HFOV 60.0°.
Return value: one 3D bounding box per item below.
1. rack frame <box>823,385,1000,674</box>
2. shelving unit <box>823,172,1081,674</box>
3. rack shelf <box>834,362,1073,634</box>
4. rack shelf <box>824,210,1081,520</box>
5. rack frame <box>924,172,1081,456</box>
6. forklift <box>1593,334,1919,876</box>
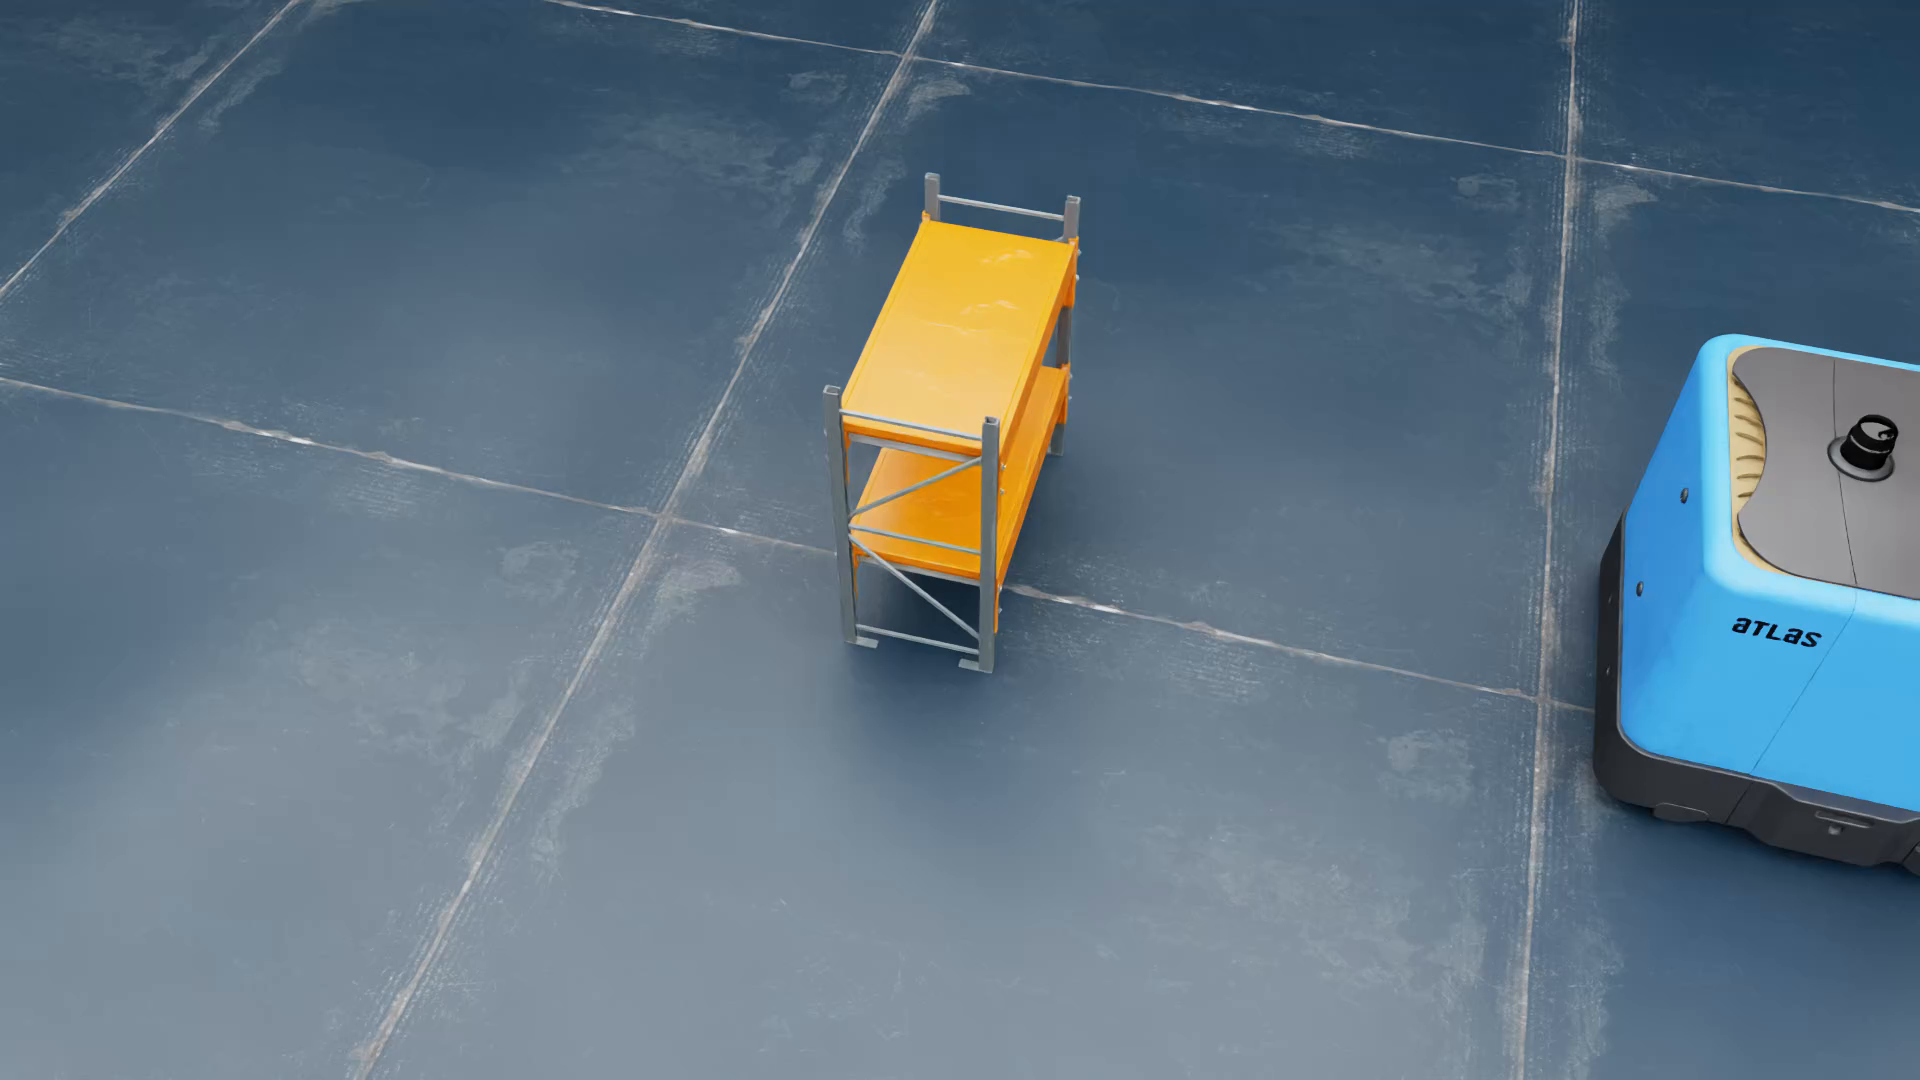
[{"bbox_3d":[-0.136,0.000,4.999,0.500,1.125,0.032,12,50,10],"label":"rack frame"},{"bbox_3d":[-0.002,-0.367,5.324,0.538,1.125,1.048,12,50,10],"label":"shelving unit"},{"bbox_3d":[-0.002,-0.206,5.507,0.538,0.278,1.000,12,50,10],"label":"rack shelf"},{"bbox_3d":[-0.002,-0.561,5.105,0.538,0.278,1.000,12,50,10],"label":"rack shelf"},{"bbox_3d":[0.132,-0.735,5.648,0.500,1.125,0.032,12,50,10],"label":"rack frame"},{"bbox_3d":[3.493,-0.228,3.997,3.031,2.935,1.130,12,50,10],"label":"forklift"}]
